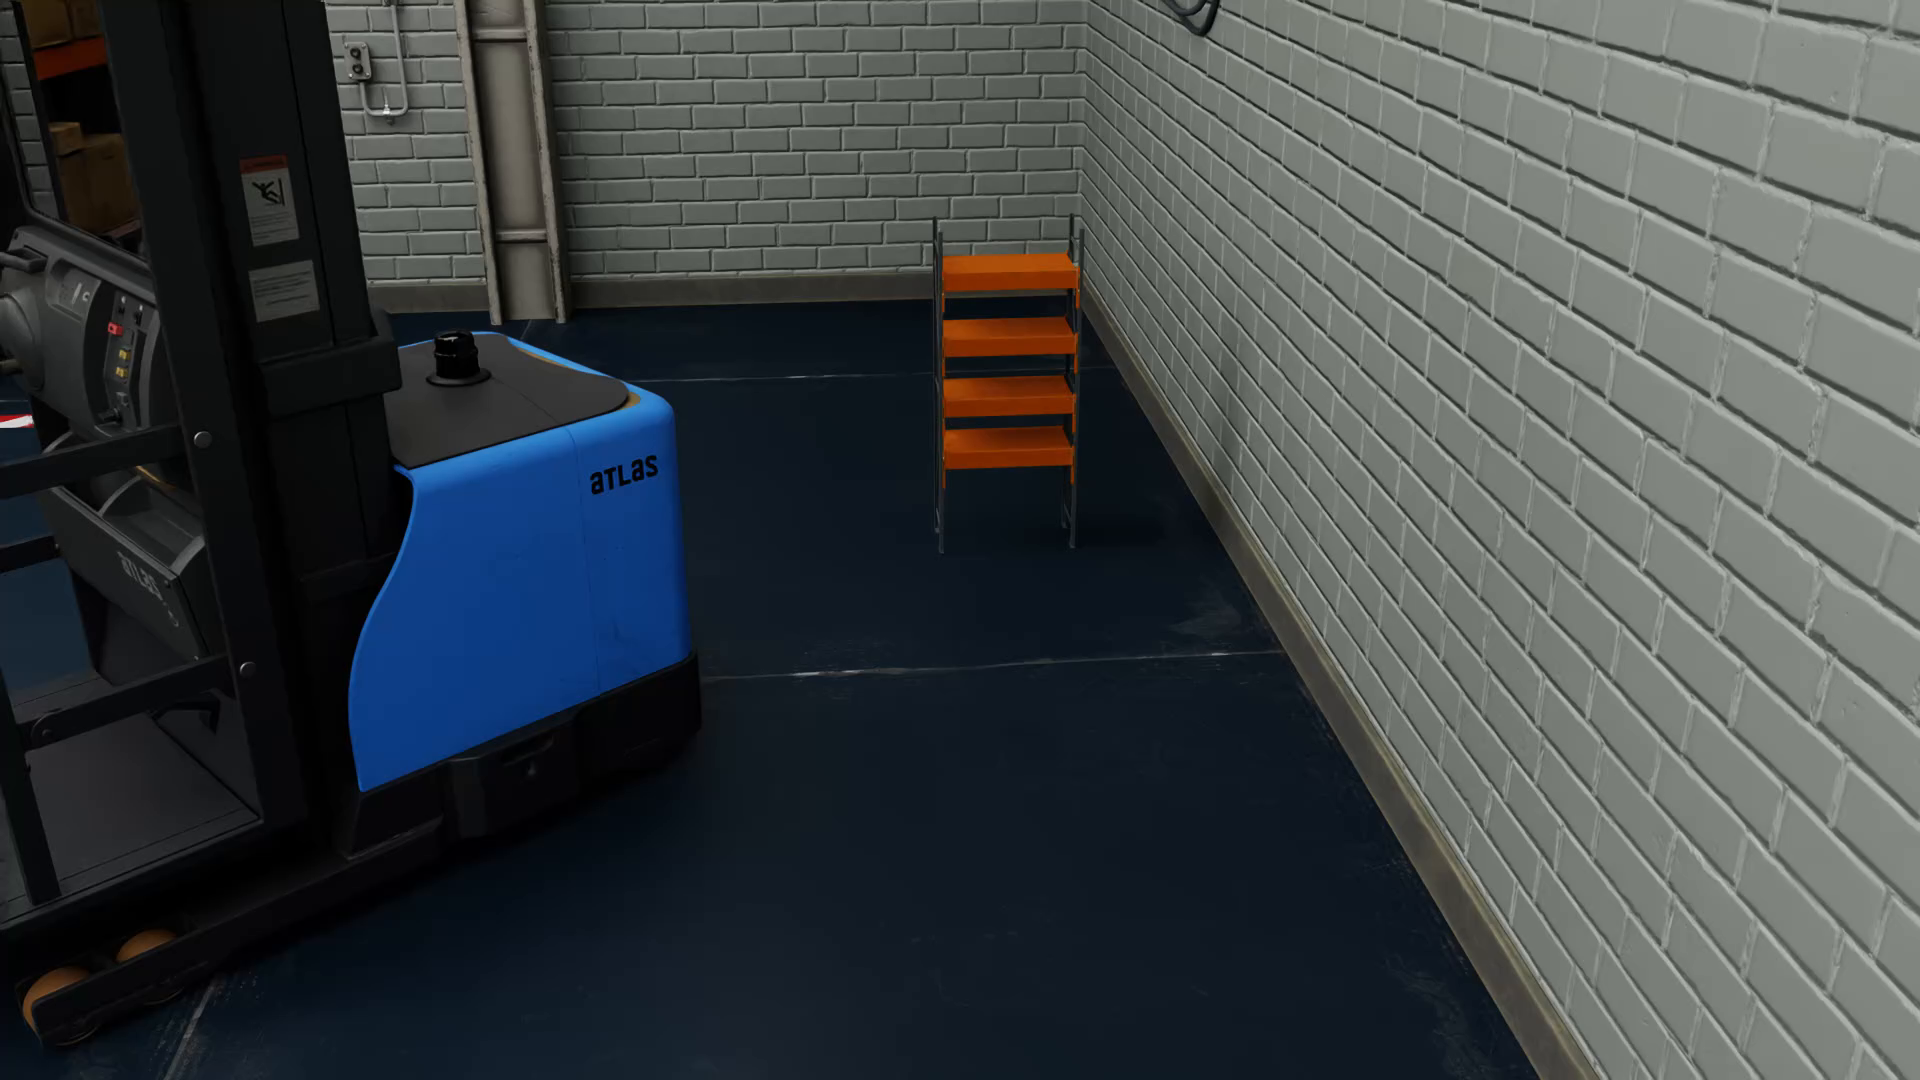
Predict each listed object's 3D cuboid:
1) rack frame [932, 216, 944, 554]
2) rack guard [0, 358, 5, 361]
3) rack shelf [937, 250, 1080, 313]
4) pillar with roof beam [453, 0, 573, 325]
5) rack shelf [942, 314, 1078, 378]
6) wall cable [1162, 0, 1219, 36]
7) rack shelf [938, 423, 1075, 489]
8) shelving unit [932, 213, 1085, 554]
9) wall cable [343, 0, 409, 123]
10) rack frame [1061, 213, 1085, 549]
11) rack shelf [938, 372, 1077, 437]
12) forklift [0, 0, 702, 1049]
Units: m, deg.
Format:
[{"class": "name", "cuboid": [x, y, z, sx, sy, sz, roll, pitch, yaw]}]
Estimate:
[{"class": "rack frame", "cuboid": [-0.078, -0.545, 5.999, 0.015, 1.200, 0.240, -2, 24, -5]}, {"class": "rack guard", "cuboid": [-4.882, -0.982, 7.843, 0.348, 0.500, 1.175, -2, 24, -5]}, {"class": "rack shelf", "cuboid": [0.165, -0.914, 5.862, 0.480, 0.148, 0.258, -2, 24, -5]}, {"class": "pillar with roof beam", "cuboid": [-1.881, -3.582, 3.229, 0.400, 9.000, 9.100, -2, 24, -5]}, {"class": "rack shelf", "cuboid": [0.165, -0.698, 5.958, 0.480, 0.148, 0.258, -2, 24, -5]}, {"class": "wall cable", "cuboid": [0.758, -3.527, 6.929, 0.112, 2.526, 3.097, -2, 24, -5]}, {"class": "rack shelf", "cuboid": [0.165, -0.312, 6.129, 0.480, 0.148, 0.258, -2, 24, -5]}, {"class": "shelving unit", "cuboid": [0.165, -0.555, 6.021, 0.503, 1.200, 0.258, -2, 24, -5]}, {"class": "wall cable", "cuboid": [-3.725, -3.021, 8.102, 1.851, 1.984, 0.084, -2, 24, -5]}, {"class": "rack frame", "cuboid": [0.408, -0.565, 6.043, 0.015, 1.200, 0.240, -2, 24, -5]}, {"class": "rack shelf", "cuboid": [0.165, -0.493, 6.048, 0.480, 0.148, 0.258, -2, 24, -5]}, {"class": "forklift", "cuboid": [-2.150, -0.450, 3.653, 1.130, 2.935, 3.031, 22, 32, 40]}]
